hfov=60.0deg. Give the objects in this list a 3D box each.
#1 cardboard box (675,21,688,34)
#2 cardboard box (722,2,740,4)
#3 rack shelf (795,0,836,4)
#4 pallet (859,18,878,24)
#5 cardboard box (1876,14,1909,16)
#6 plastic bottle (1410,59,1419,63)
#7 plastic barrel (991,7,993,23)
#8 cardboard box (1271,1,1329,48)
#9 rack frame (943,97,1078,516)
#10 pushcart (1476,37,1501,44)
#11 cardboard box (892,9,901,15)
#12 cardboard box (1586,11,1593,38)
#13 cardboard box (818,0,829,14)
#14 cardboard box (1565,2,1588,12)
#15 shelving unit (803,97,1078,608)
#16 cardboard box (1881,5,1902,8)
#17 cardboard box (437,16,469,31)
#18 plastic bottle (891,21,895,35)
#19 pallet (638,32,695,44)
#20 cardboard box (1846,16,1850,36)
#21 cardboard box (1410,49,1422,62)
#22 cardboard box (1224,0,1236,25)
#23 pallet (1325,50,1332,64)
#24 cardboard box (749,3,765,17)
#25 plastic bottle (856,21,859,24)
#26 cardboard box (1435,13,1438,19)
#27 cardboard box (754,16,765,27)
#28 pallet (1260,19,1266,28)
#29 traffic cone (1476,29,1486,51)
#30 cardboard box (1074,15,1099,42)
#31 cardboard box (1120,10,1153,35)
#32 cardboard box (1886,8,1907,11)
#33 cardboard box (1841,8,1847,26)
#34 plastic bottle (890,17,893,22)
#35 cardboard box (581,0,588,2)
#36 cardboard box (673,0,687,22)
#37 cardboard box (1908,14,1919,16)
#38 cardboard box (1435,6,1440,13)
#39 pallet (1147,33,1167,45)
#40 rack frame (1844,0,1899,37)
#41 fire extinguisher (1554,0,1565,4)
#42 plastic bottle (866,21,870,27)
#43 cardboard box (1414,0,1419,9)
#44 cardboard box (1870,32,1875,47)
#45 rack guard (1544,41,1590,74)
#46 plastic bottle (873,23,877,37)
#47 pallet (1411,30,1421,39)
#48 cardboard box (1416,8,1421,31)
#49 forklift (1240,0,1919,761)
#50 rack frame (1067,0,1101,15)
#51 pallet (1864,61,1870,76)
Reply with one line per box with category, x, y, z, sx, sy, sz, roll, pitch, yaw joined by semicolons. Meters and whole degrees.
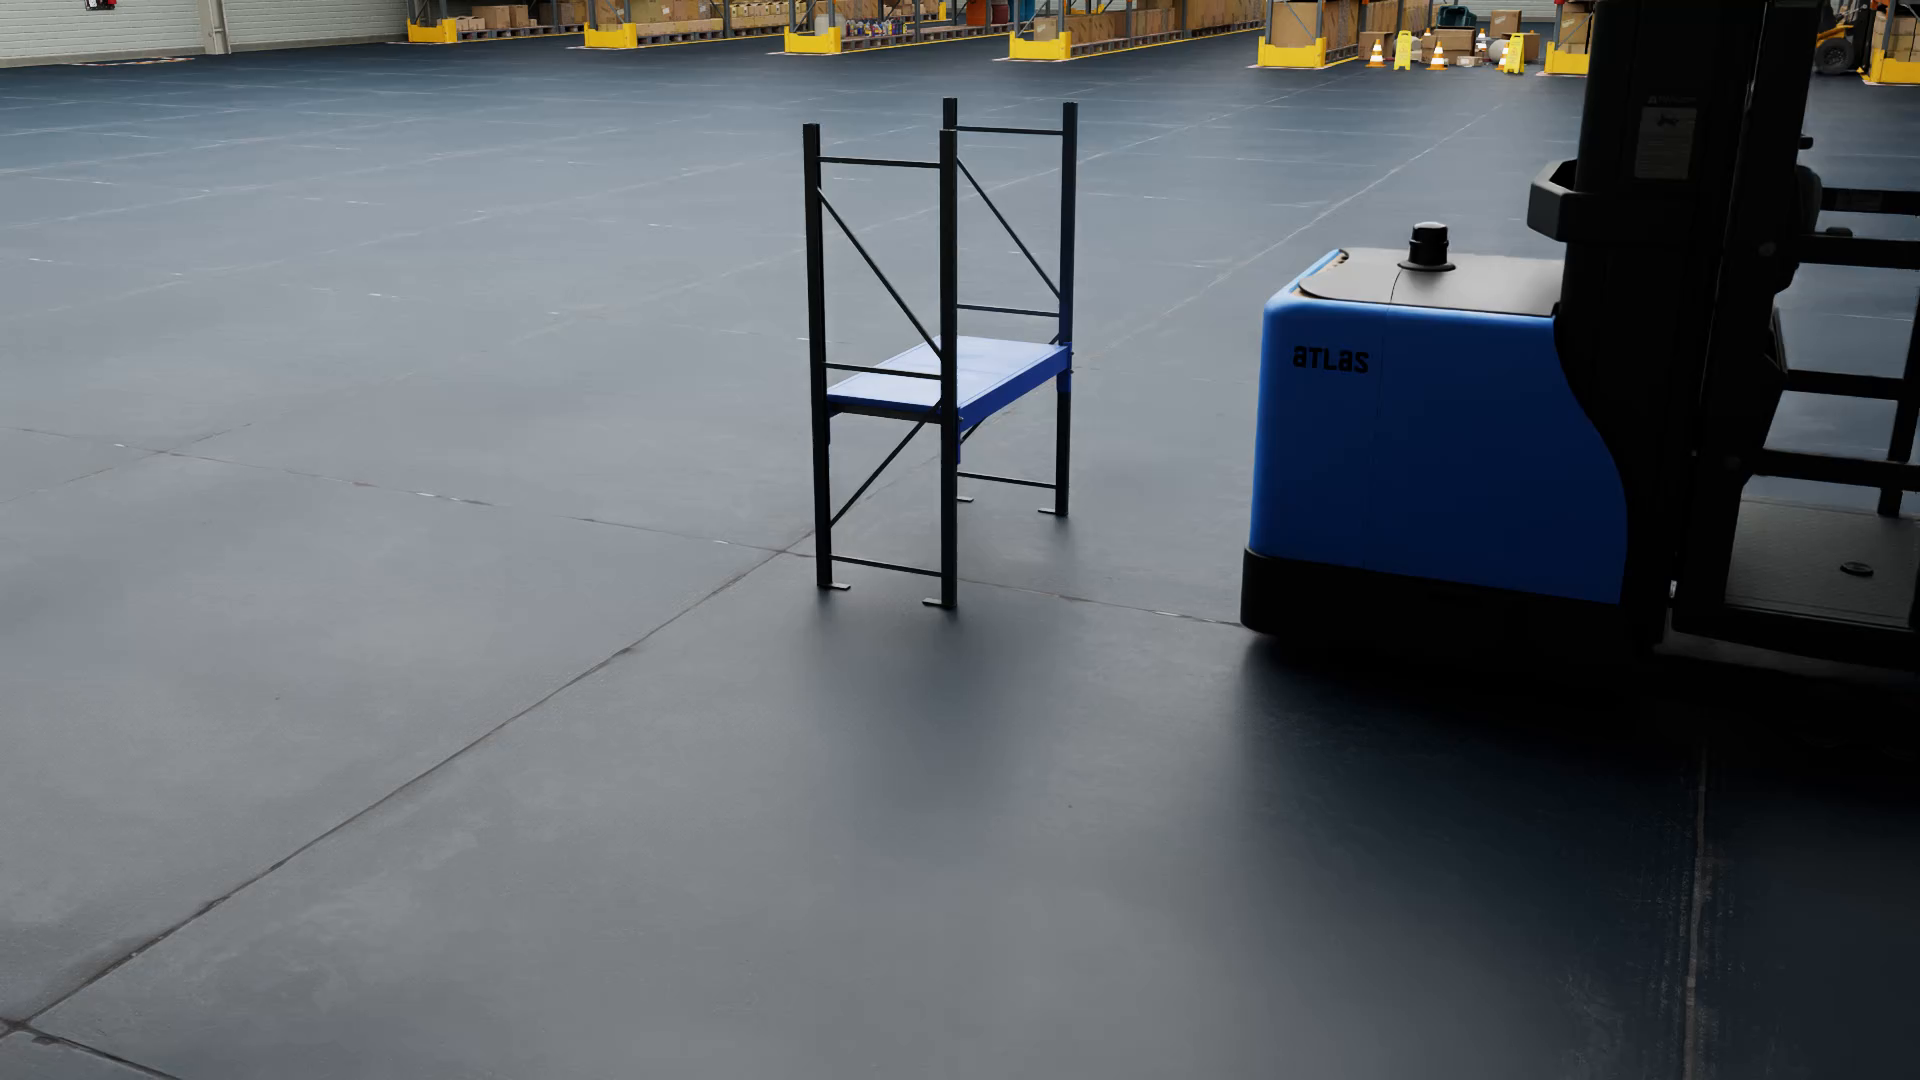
cardboard box;-6.484;-11.565;37.487;0.500;0.250;0.500;9;21;23
cardboard box;-5.566;-12.935;40.504;0.500;0.311;0.500;8;21;23
rack shelf;-2.186;-11.662;35.358;1.077;0.370;4.000;9;21;23
pallet;-2.907;-14.171;45.501;1.003;0.211;1.213;9;21;23
cardboard box;15.605;-8.694;27.923;0.500;0.250;0.500;8;21;22
plastic bottle;8.447;-8.919;30.958;0.133;0.061;0.283;1;20;4
plastic barrel;0.606;-13.198;41.689;0.421;0.512;0.421;0;20;0
cardboard box;6.215;-9.412;30.501;0.875;0.875;0.875;9;21;23
rack frame;0.173;-0.836;6.081;0.500;1.500;0.032;9;21;23
pushcart;10.092;-9.635;32.499;1.648;0.377;0.936;1;20;4
cardboard box;-1.894;-14.976;47.174;0.380;0.166;0.250;9;21;23
cardboard box;10.856;-9.047;29.288;0.500;0.500;0.500;9;22;25
cardboard box;-3.590;-13.806;43.388;0.500;0.500;0.500;8;21;21
cardboard box;10.840;-9.390;29.286;0.380;0.149;0.250;9;21;24
shelving unit;-0.035;-0.681;5.644;0.538;1.500;1.048;9;21;23
cardboard box;19.916;-11.356;35.559;0.380;0.149;0.250;9;21;23
cardboard box;-11.678;-11.889;38.278;0.500;0.311;0.500;6;20;17
plastic bottle;-1.475;-11.189;36.353;0.061;0.283;0.133;10;22;26
pallet;-6.746;-11.368;37.619;1.003;0.211;1.213;9;21;23
cardboard box;19.386;-11.078;35.745;0.500;0.500;0.500;8;21;22
cardboard box;8.612;-9.155;31.315;0.396;0.266;0.258;13;23;32
cardboard box;6.184;-13.377;41.650;1.225;0.875;0.875;9;21;23
pallet;6.254;-8.940;30.792;1.003;0.211;1.213;9;21;23
cardboard box;-5.067;-12.863;40.300;0.500;0.311;0.500;8;21;21
plastic bottle;-2.259;-11.248;36.517;0.061;0.283;0.133;10;22;25
cardboard box;11.688;-13.061;41.401;0.380;0.149;0.250;10;22;25
cardboard box;-5.073;-12.600;40.398;0.500;0.250;0.500;8;21;21
pallet;7.810;-14.032;45.111;1.003;0.211;1.213;9;21;23
traffic cone;10.630;-10.175;33.889;0.336;0.463;0.334;9;21;23
cardboard box;2.541;-10.460;34.007;0.500;0.500;0.500;7;21;18
cardboard box;3.864;-11.461;36.794;0.700;0.500;0.500;7;21;18
cardboard box;19.021;-10.723;33.779;0.380;0.149;0.250;9;21;23
cardboard box;20.489;-11.834;37.873;0.700;0.500;0.500;8;21;21
plastic bottle;-1.499;-11.355;36.718;0.144;0.351;0.185;9;21;23
cardboard box;-9.732;-13.877;42.466;0.500;0.250;0.500;8;21;21
cardboard box;-6.483;-11.918;37.361;0.500;0.500;0.500;9;21;23
cardboard box;16.086;-8.625;27.730;0.500;0.250;0.500;8;21;22
cardboard box;11.732;-13.188;41.316;0.380;0.149;0.250;9;21;24
pallet;3.968;-11.232;37.235;1.003;0.211;1.213;9;21;23
rack frame;19.999;-12.339;36.187;1.000;3.000;0.127;9;21;23
fire extinguisher;10.088;-9.342;27.877;0.296;0.674;0.183;9;21;23
plastic bottle;-2.025;-11.284;36.635;0.097;0.271;0.097;0;20;0
cardboard box;10.199;-12.300;38.062;0.500;0.250;0.500;9;21;23
cardboard box;15.406;-8.313;27.597;0.500;0.250;0.500;8;21;21
rack guard;10.586;-8.196;28.268;1.175;0.500;0.348;9;21;23
plastic bottle;-1.838;-10.928;35.635;0.097;0.271;0.097;0;20;0
pallet;10.096;-11.741;38.667;1.003;0.211;1.213;9;21;23
cardboard box;10.414;-12.113;38.657;0.500;0.500;0.500;8;21;22
forklift;2.418;-1.006;4.424;3.031;2.935;1.130;8;21;22
rack frame;3.547;-16.281;47.272;1.000;3.000;0.127;9;21;23
pallet;15.861;-7.968;28.058;1.003;0.211;1.213;9;21;23
